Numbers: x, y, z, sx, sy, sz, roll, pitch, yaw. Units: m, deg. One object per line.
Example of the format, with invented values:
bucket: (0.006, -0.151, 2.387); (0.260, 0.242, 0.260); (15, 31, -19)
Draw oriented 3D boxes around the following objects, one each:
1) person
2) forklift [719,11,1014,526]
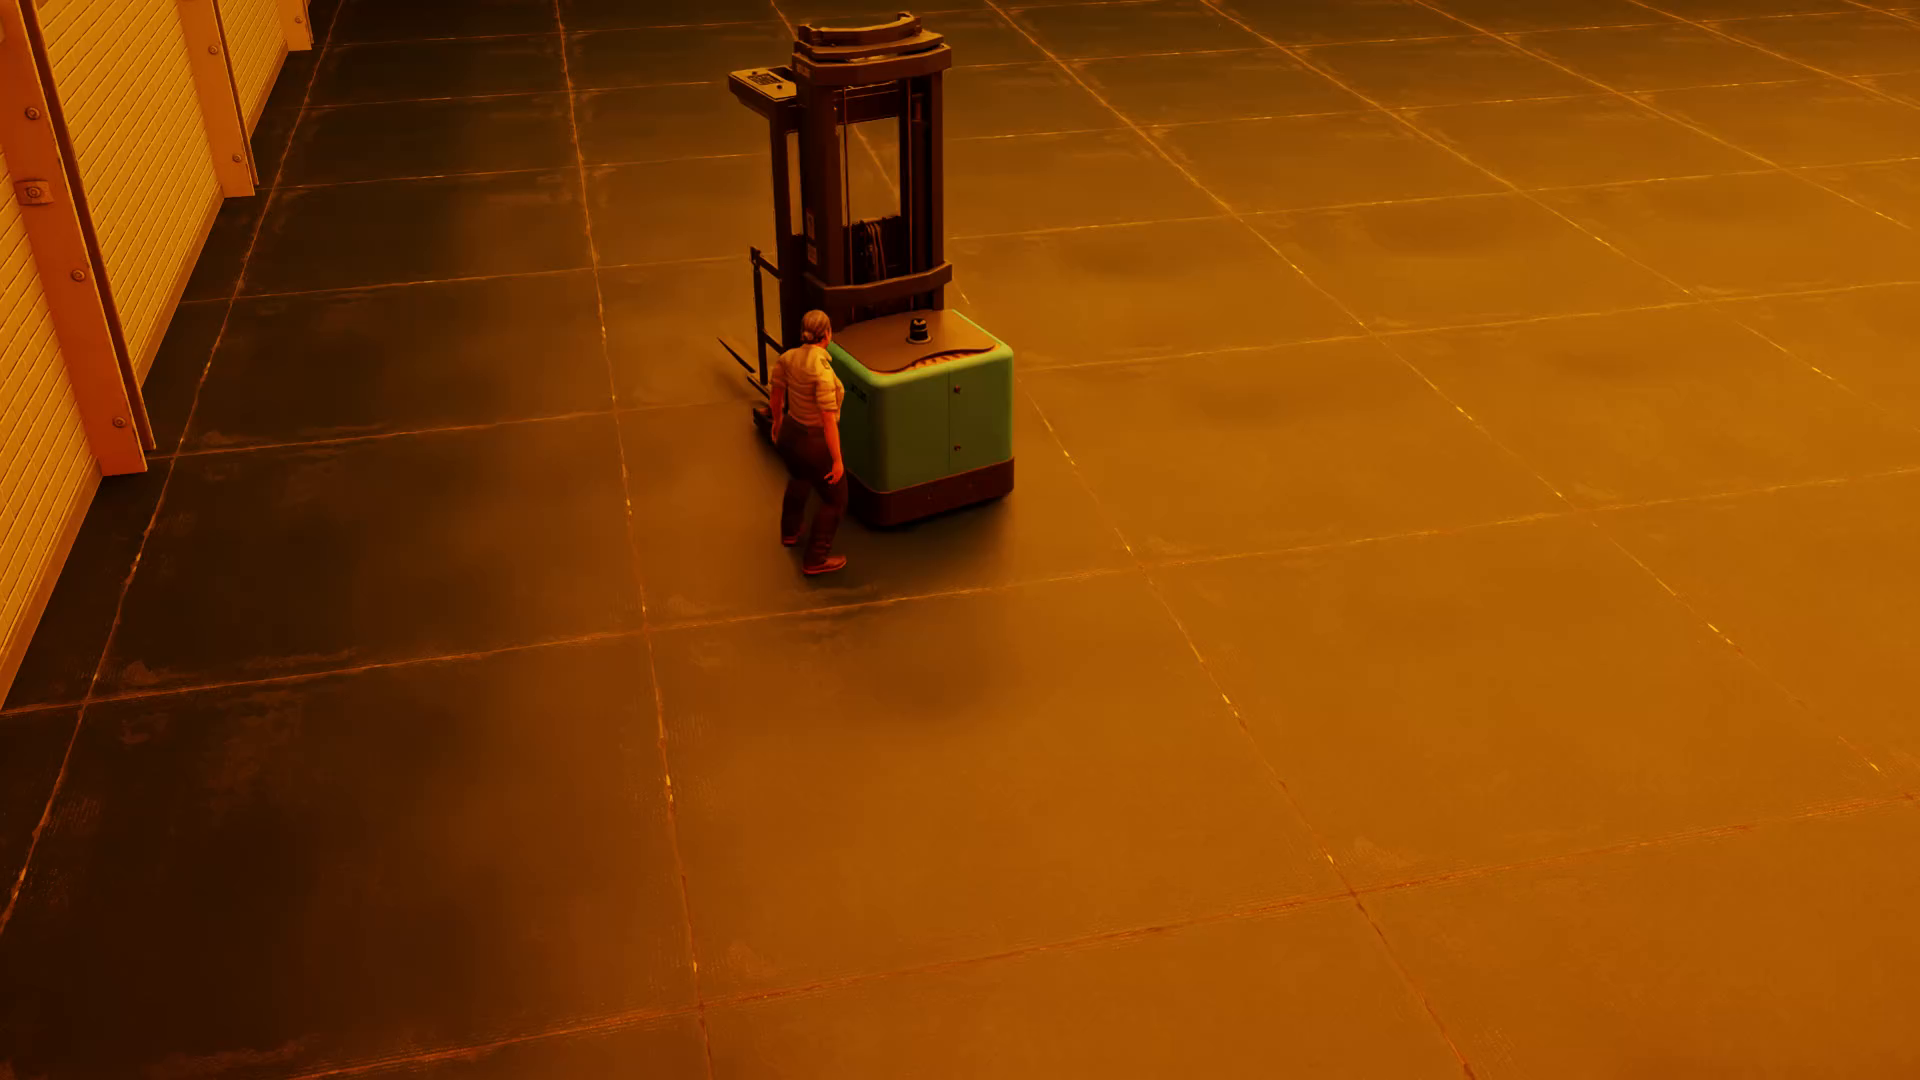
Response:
person: (-0.905, -0.596, 9.926); (0.374, 1.620, 0.805); (-24, 38, -35)
forklift: (-0.813, -2.062, 11.136); (1.130, 2.935, 3.031); (-16, 34, -25)
